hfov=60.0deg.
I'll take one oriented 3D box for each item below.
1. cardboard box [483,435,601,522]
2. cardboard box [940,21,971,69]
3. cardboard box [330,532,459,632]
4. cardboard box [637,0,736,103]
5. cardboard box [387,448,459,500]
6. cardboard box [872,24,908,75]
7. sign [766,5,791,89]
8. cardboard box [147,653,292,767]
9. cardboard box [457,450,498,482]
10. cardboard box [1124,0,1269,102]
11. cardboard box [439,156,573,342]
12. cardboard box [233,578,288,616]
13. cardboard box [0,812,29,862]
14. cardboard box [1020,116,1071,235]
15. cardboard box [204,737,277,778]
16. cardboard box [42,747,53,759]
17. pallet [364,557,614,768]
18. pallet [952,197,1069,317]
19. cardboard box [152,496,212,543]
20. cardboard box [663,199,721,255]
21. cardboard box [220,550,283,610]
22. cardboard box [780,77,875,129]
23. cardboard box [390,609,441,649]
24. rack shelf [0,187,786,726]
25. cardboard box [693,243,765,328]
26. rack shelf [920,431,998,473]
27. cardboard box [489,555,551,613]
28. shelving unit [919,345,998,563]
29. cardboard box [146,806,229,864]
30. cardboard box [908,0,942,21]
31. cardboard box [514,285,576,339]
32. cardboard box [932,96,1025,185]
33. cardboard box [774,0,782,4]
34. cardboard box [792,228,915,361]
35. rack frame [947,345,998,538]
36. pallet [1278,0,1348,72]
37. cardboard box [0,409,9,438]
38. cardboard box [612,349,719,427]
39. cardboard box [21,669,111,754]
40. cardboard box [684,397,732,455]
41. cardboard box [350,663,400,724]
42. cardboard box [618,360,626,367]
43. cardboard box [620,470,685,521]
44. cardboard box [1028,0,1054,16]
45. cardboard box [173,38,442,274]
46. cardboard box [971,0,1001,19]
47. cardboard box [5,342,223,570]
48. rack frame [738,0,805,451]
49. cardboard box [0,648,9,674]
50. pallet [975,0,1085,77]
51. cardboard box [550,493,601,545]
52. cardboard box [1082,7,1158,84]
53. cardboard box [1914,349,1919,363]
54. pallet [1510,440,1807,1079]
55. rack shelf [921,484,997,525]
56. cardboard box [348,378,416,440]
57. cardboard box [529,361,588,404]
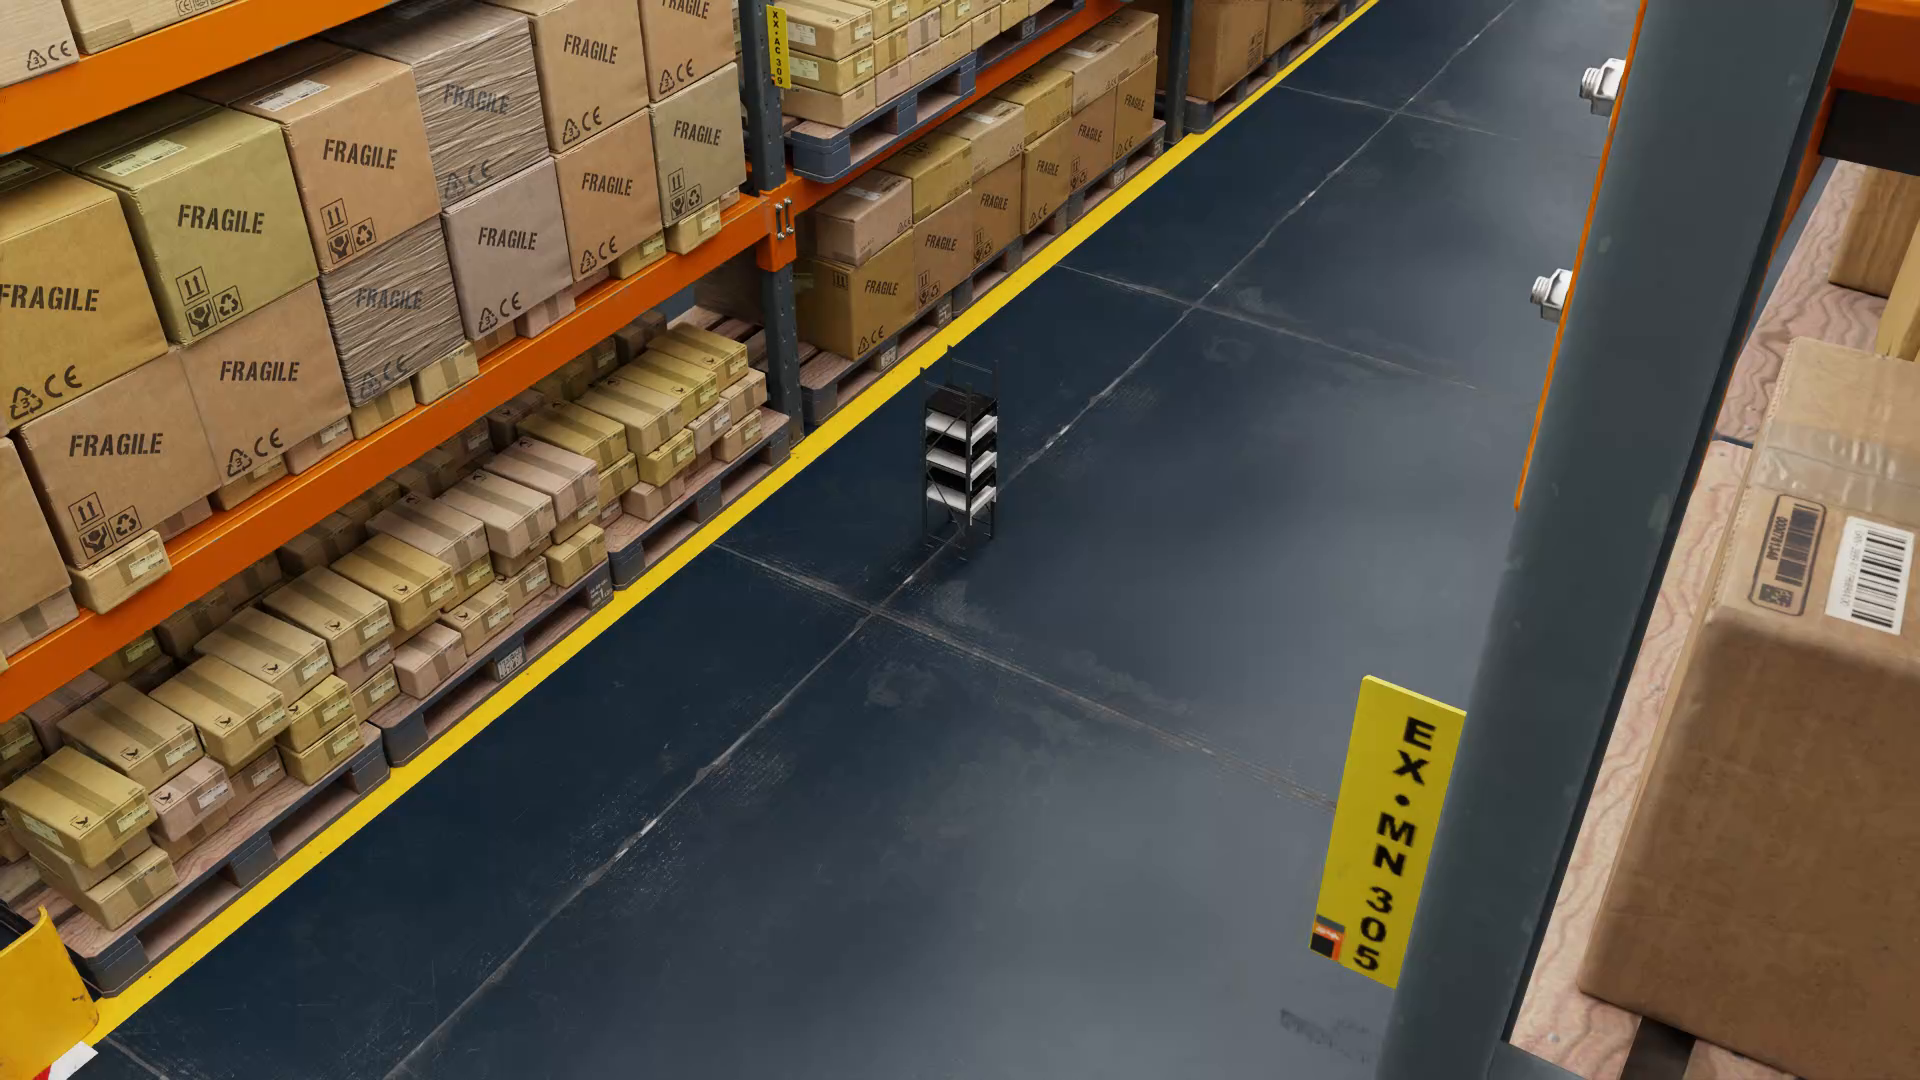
[{"bbox_3d":[-1.662,-0.247,6.617,0.380,0.149,0.250,19,42,23],"label":"cardboard box"},{"bbox_3d":[-0.173,-2.317,7.660,0.380,0.149,0.250,22,43,26],"label":"cardboard box"},{"bbox_3d":[-2.075,0.149,6.103,0.380,0.149,0.250,22,43,26],"label":"cardboard box"},{"bbox_3d":[-1.212,-2.018,6.267,0.500,0.500,0.500,20,42,24],"label":"cardboard box"},{"bbox_3d":[-2.241,-0.276,6.655,0.380,0.149,0.250,19,42,23],"label":"cardboard box"},{"bbox_3d":[-0.452,-2.167,7.223,0.380,0.149,0.250,20,42,24],"label":"cardboard box"},{"bbox_3d":[-0.726,-1.965,6.633,0.100,0.325,0.005,21,42,25],"label":"sign"},{"bbox_3d":[-2.474,0.565,5.564,0.380,0.149,0.250,21,42,25],"label":"cardboard box"},{"bbox_3d":[-2.127,-0.299,6.929,0.380,0.149,0.250,23,43,27],"label":"cardboard box"},{"bbox_3d":[1.357,-3.418,10.725,1.050,0.750,0.750,21,42,25],"label":"cardboard box"},{"bbox_3d":[-1.756,-1.088,5.879,0.500,0.500,0.500,21,42,25],"label":"cardboard box"},{"bbox_3d":[-2.746,0.206,6.273,0.380,0.149,0.250,22,43,26],"label":"cardboard box"},{"bbox_3d":[-3.225,0.889,5.630,0.380,0.149,0.250,22,43,26],"label":"cardboard box"},{"bbox_3d":[0.272,-2.065,9.175,0.500,0.500,0.500,19,42,23],"label":"cardboard box"},{"bbox_3d":[-2.583,0.647,5.701,0.380,0.149,0.250,22,43,26],"label":"cardboard box"},{"bbox_3d":[-3.104,0.629,5.725,0.380,0.149,0.250,20,42,24],"label":"cardboard box"},{"bbox_3d":[-2.171,0.298,6.691,1.003,0.211,1.213,21,42,25],"label":"pallet"},{"bbox_3d":[-0.120,-1.725,9.314,1.003,0.211,1.213,21,42,25],"label":"pallet"},{"bbox_3d":[-2.567,-0.138,5.179,0.380,0.149,0.250,23,43,27],"label":"cardboard box"},{"bbox_3d":[-1.190,-1.304,6.691,0.380,0.149,0.250,20,42,24],"label":"cardboard box"},{"bbox_3d":[-2.758,0.082,6.190,0.380,0.149,0.250,23,43,27],"label":"cardboard box"},{"bbox_3d":[-0.589,-1.915,7.139,0.380,0.149,0.250,19,42,23],"label":"cardboard box"},{"bbox_3d":[-2.182,0.229,6.243,0.380,0.149,0.250,23,43,27],"label":"cardboard box"},{"bbox_3d":[-2.260,-0.480,6.005,1.077,0.370,4.000,21,42,25],"label":"rack shelf"},{"bbox_3d":[-1.005,-1.436,8.360,0.500,0.500,0.500,20,42,24],"label":"cardboard box"},{"bbox_3d":[-0.004,-0.397,6.935,0.258,0.077,0.200,21,42,25],"label":"rack shelf"},{"bbox_3d":[-1.862,0.127,6.620,0.380,0.149,0.250,22,43,26],"label":"cardboard box"},{"bbox_3d":[-0.004,-0.352,6.970,0.258,0.900,0.210,21,42,25],"label":"shelving unit"},{"bbox_3d":[-2.709,0.902,5.614,0.380,0.149,0.250,21,42,25],"label":"cardboard box"},{"bbox_3d":[-0.305,-2.428,7.317,0.380,0.149,0.250,22,43,25],"label":"cardboard box"},{"bbox_3d":[-1.663,-0.911,6.181,0.380,0.149,0.250,19,42,23],"label":"cardboard box"},{"bbox_3d":[-0.009,-2.101,8.607,0.500,0.250,0.500,23,43,27],"label":"cardboard box"},{"bbox_3d":[-1.002,-2.386,7.507,0.380,0.149,0.250,21,43,25],"label":"cardboard box"},{"bbox_3d":[-0.568,-1.266,8.139,0.500,0.500,0.500,23,43,27],"label":"cardboard box"},{"bbox_3d":[0.050,-0.405,7.038,0.240,0.900,0.006,21,42,25],"label":"rack frame"},{"bbox_3d":[2.095,-3.762,11.957,1.003,0.211,1.213,21,42,25],"label":"pallet"},{"bbox_3d":[-2.867,-0.432,4.209,0.500,0.500,0.500,21,42,25],"label":"cardboard box"},{"bbox_3d":[-1.263,-0.655,7.147,0.380,0.149,0.250,22,43,26],"label":"cardboard box"},{"bbox_3d":[-3.079,0.527,5.614,0.380,0.149,0.250,22,43,26],"label":"cardboard box"},{"bbox_3d":[-1.223,-0.541,7.242,0.380,0.149,0.250,19,42,23],"label":"cardboard box"},{"bbox_3d":[-2.296,0.513,6.119,0.380,0.149,0.250,21,42,25],"label":"cardboard box"},{"bbox_3d":[-1.653,-0.869,7.667,0.380,0.149,0.250,23,43,27],"label":"cardboard box"},{"bbox_3d":[-1.408,-0.256,7.116,0.380,0.149,0.250,20,42,24],"label":"cardboard box"},{"bbox_3d":[0.244,-2.719,8.182,0.380,0.149,0.250,19,42,23],"label":"cardboard box"},{"bbox_3d":[-2.034,-1.219,5.230,0.500,0.500,0.500,20,42,24],"label":"cardboard box"},{"bbox_3d":[-0.032,-2.575,7.751,0.380,0.149,0.250,23,43,27],"label":"cardboard box"},{"bbox_3d":[-2.592,-0.316,4.878,0.500,0.500,0.500,21,42,25],"label":"cardboard box"},{"bbox_3d":[-1.188,-1.796,7.123,1.000,3.000,0.127,21,42,25],"label":"rack frame"},{"bbox_3d":[-2.881,0.306,4.602,0.380,0.149,0.250,21,42,25],"label":"cardboard box"},{"bbox_3d":[-0.071,-2.748,8.515,1.003,0.211,1.213,21,42,25],"label":"pallet"},{"bbox_3d":[-1.689,-0.162,6.751,0.380,0.149,0.250,22,43,26],"label":"cardboard box"},{"bbox_3d":[0.810,-2.893,9.635,0.500,0.250,0.500,20,42,24],"label":"cardboard box"},{"bbox_3d":[1.439,-0.029,1.866,0.700,0.500,0.500,20,42,24],"label":"cardboard box"},{"bbox_3d":[1.191,0.402,1.887,1.003,0.211,1.213,21,42,25],"label":"pallet"},{"bbox_3d":[-0.004,-0.183,7.100,0.258,0.077,0.200,21,42,25],"label":"rack shelf"},{"bbox_3d":[-2.088,-0.515,5.667,0.380,0.149,0.250,23,43,27],"label":"cardboard box"},{"bbox_3d":[-1.839,-0.690,7.192,0.380,0.149,0.250,21,42,25],"label":"cardboard box"}]
